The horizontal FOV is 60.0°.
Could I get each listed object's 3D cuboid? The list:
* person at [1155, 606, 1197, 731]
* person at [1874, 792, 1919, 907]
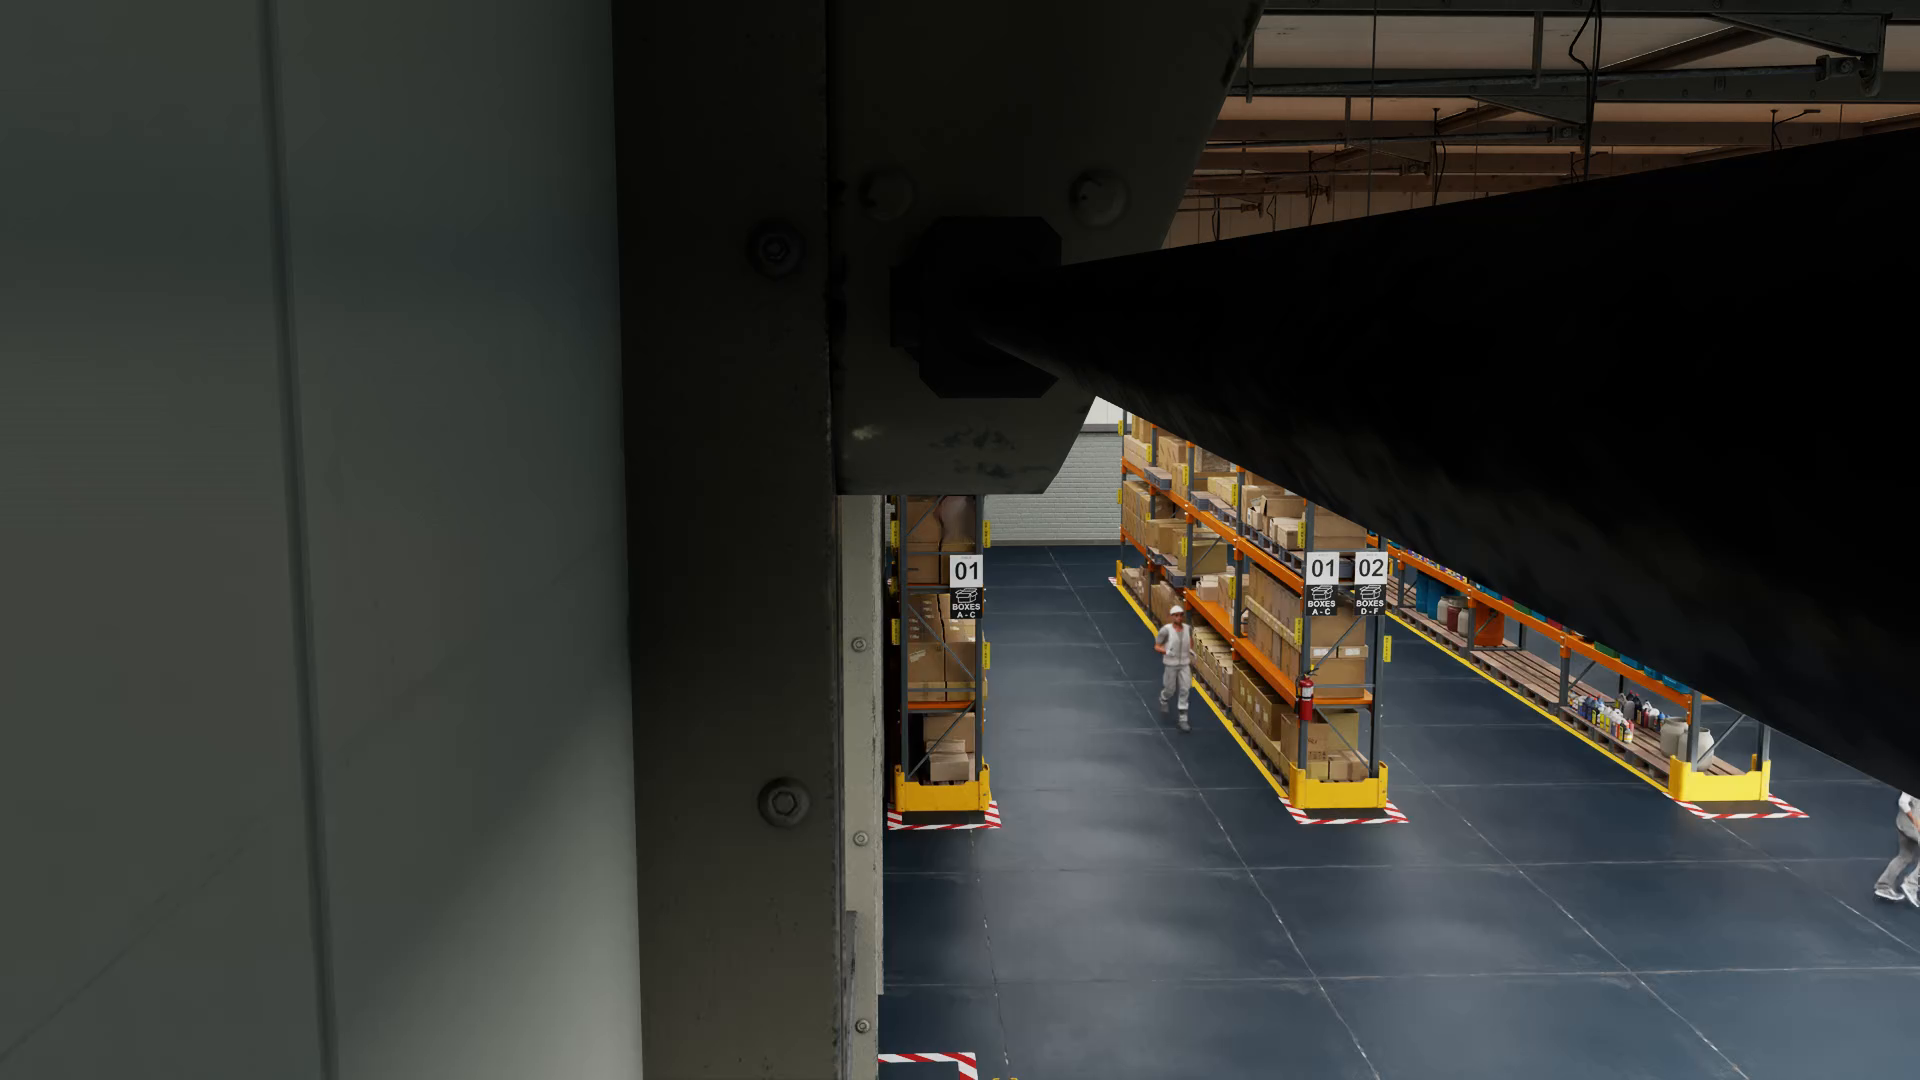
[{"bbox_3d":[3.179,1.840,24.416,0.654,1.776,0.985,-2,9,-12],"label":"person"},{"bbox_3d":[9.929,3.020,17.290,0.666,1.579,0.512,2,9,14],"label":"person"}]
